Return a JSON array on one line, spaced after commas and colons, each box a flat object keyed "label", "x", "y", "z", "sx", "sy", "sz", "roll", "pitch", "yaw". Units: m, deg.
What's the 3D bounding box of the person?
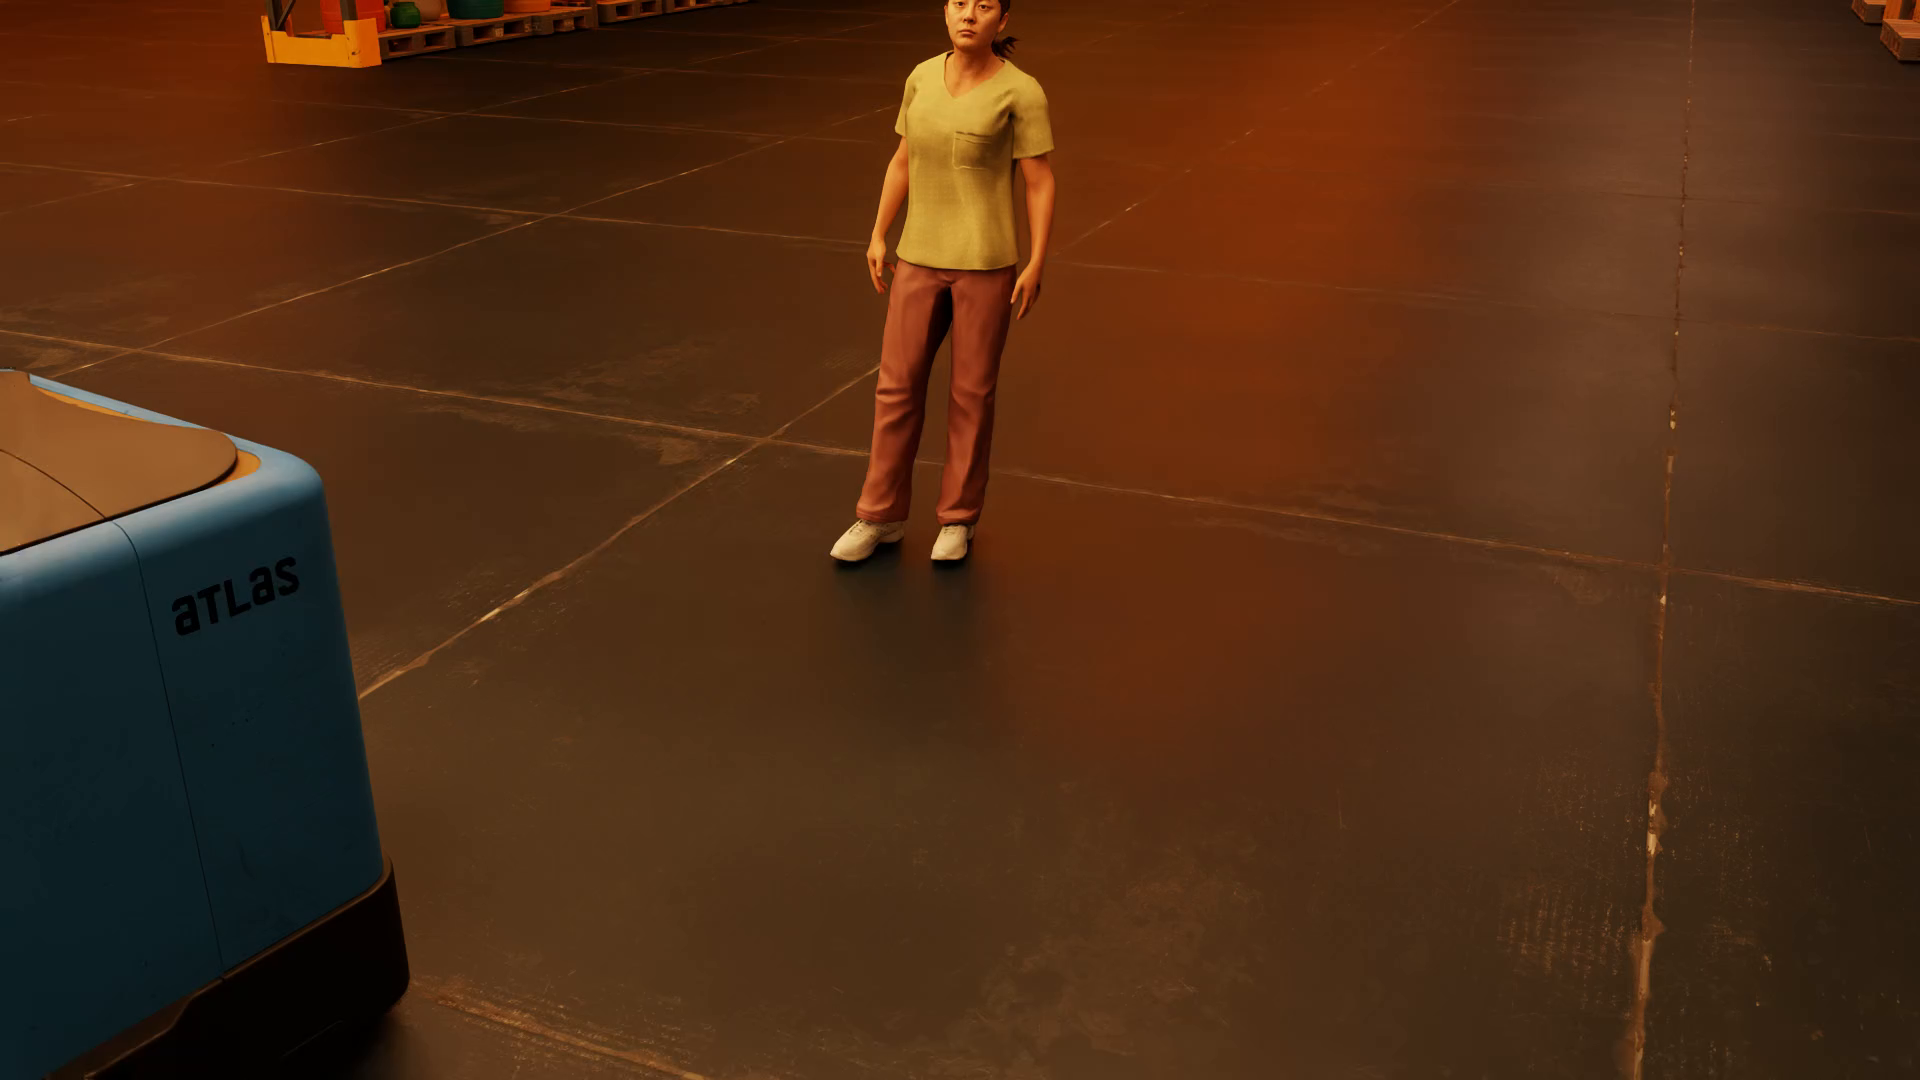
[{"label": "person", "x": -0.039, "y": -0.756, "z": 4.708, "sx": 0.553, "sy": 1.675, "sz": 0.549, "roll": 9, "pitch": 24, "yaw": 21}]

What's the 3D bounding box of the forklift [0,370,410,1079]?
[{"label": "forklift", "x": -2.233, "y": -0.122, "z": 1.584, "sx": 1.130, "sy": 2.935, "sz": 3.031, "roll": 15, "pitch": 27, "yaw": 31}]
